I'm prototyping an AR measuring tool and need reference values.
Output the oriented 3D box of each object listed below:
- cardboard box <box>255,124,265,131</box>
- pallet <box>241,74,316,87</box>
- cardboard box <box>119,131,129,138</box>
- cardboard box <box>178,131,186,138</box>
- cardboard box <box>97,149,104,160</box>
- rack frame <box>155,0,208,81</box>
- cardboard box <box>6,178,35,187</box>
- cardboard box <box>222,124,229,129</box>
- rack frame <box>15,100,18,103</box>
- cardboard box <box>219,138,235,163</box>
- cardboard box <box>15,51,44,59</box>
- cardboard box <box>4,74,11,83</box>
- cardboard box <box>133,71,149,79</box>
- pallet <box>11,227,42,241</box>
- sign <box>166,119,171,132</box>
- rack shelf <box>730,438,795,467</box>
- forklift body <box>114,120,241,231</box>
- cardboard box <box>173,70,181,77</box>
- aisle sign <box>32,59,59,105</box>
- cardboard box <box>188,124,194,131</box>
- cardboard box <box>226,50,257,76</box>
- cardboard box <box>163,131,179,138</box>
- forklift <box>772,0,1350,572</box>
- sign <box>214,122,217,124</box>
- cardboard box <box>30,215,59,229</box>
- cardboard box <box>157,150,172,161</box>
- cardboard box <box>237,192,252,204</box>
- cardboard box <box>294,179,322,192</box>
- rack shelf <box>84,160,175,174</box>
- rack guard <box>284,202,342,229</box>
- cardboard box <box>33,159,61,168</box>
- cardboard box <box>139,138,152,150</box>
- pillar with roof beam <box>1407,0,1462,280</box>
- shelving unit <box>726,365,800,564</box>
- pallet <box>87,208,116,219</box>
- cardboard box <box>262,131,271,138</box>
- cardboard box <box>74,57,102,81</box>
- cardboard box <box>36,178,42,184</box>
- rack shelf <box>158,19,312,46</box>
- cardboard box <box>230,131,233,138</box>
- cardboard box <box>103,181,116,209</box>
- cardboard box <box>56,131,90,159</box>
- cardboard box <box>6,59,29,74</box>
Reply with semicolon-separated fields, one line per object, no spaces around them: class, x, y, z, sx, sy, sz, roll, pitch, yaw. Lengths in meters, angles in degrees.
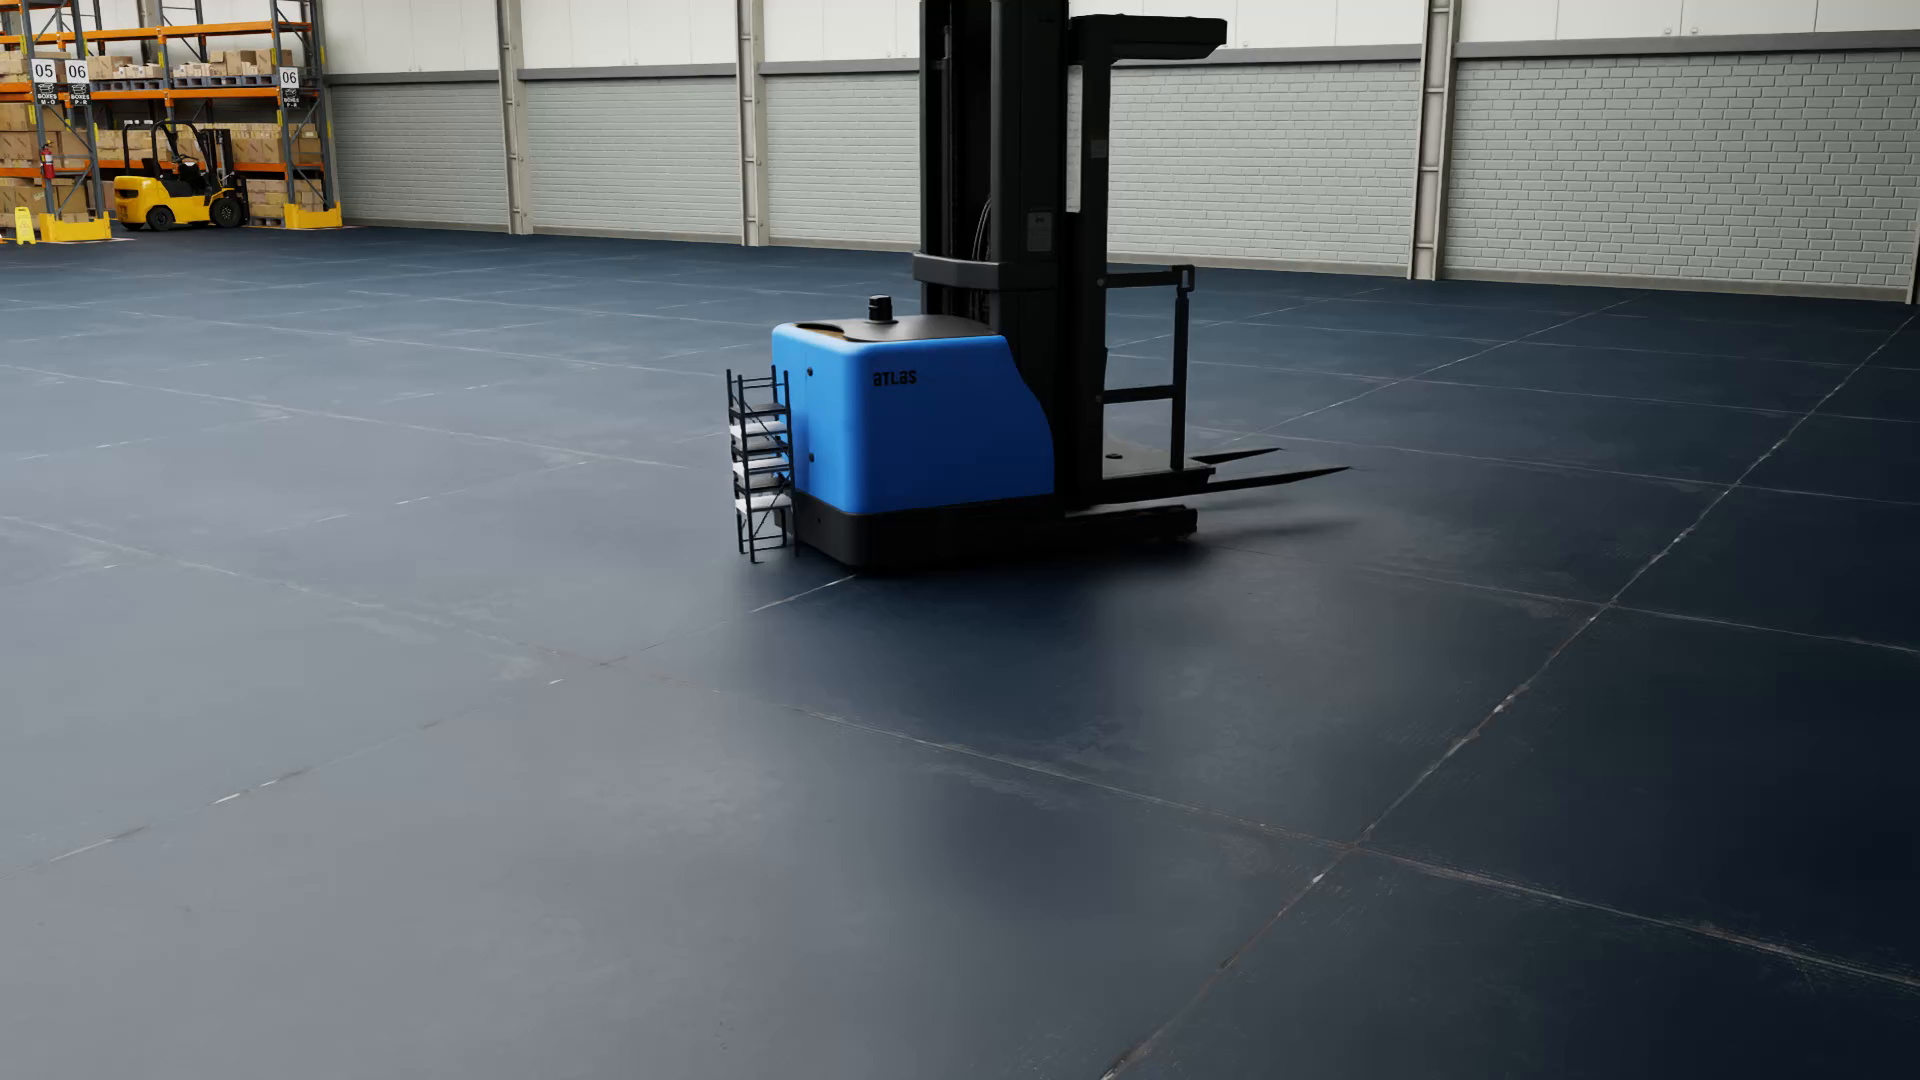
cardboard box;-14.344;-8.549;34.439;0.250;0.149;0.380;10;17;34
pallet;-14.048;-9.492;34.366;1.213;0.211;1.003;9;17;33
cardboard box;-18.542;-9.066;37.145;0.250;0.149;0.380;9;16;31
cardboard box;-16.677;-8.783;36.005;0.250;0.149;0.380;9;16;32
cardboard box;-19.467;-8.802;37.950;0.500;0.250;0.500;9;16;32
rack frame;-16.794;-11.427;35.758;0.127;3.000;1.000;9;17;33
cardboard box;-17.395;-6.628;30.793;0.250;0.149;0.380;10;17;34
cardboard box;-15.365;-8.734;35.187;0.250;0.149;0.380;9;17;33
rack frame;-23.433;-9.588;40.813;0.127;3.000;1.000;9;17;33
cardboard box;-15.304;-8.246;35.185;0.500;0.500;0.500;9;17;33
cardboard box;-16.688;-8.696;29.831;0.250;0.149;0.380;9;17;33
cardboard box;-17.121;-8.384;30.230;0.250;0.149;0.380;10;17;34
cardboard box;-17.876;-10.189;36.437;0.250;0.149;0.380;9;17;33
pallet;-16.960;-5.761;31.157;1.213;0.211;1.003;9;17;33
sign;-17.089;-8.929;35.907;0.005;0.325;0.100;9;17;33
rack shelf;-0.935;-0.415;7.869;0.258;0.077;0.200;-8;16;-21
forklift body;-16.067;-7.457;33.972;1.214;2.155;2.313;9;17;33
cardboard box;-16.592;-9.981;35.599;0.250;0.149;0.380;10;17;34
aisle sign;-16.353;-8.184;29.732;0.004;0.787;0.394;9;17;33
cardboard box;-16.418;-8.907;35.887;0.250;0.149;0.380;9;17;34
cardboard box;-14.773;-9.904;34.556;0.500;0.500;0.700;9;17;33
cardboard box;-17.202;-8.880;36.395;0.250;0.149;0.380;10;17;35
forklift;0.614;-1.504;8.299;3.031;2.935;1.130;-7;16;-27
sign;-16.486;-9.085;36.813;0.005;0.325;0.100;9;17;33
cardboard box;-17.083;-5.916;30.826;0.500;0.250;0.500;9;17;33
cardboard box;-17.359;-8.458;36.559;0.500;0.250;0.500;10;17;34
cardboard box;-14.904;-7.228;35.087;0.500;0.250;0.500;9;16;32
cardboard box;-13.768;-7.435;34.885;0.500;0.250;0.500;9;16;32
rack shelf;-18.454;-8.434;37.649;4.000;0.370;1.077;9;17;33
rack guard;-13.455;-6.762;34.599;0.348;0.500;1.175;9;17;33
cardboard box;-16.672;-6.874;30.372;0.250;0.149;0.380;10;17;35
cardboard box;-17.775;-8.767;36.770;0.500;0.250;0.500;9;16;31
pillar with roof beam;3.962;-7.087;18.225;0.400;9.000;9.100;9;17;33
shelving unit;-0.933;-0.360;7.883;0.258;0.900;0.210;-8;16;-21
pallet;-19.452;-7.580;38.504;1.213;0.211;1.003;9;17;33
cardboard box;-14.148;-8.361;34.299;0.250;0.149;0.380;9;17;34
cardboard box;-19.648;-10.663;37.622;0.500;0.500;0.500;9;17;33
cardboard box;-21.749;-8.556;39.623;0.250;0.149;0.380;8;16;30
rack shelf;-15.135;-10.616;34.809;4.000;0.370;1.077;9;17;33
cardboard box;-15.154;-8.551;35.067;0.250;0.149;0.380;9;17;32
cardboard box;-19.057;-7.930;38.184;0.625;0.625;0.875;10;17;35
cardboard box;-16.481;-7.300;30.744;0.500;0.500;0.500;9;16;32
cardboard box;-16.817;-8.531;29.994;0.500;0.250;0.500;9;16;32
